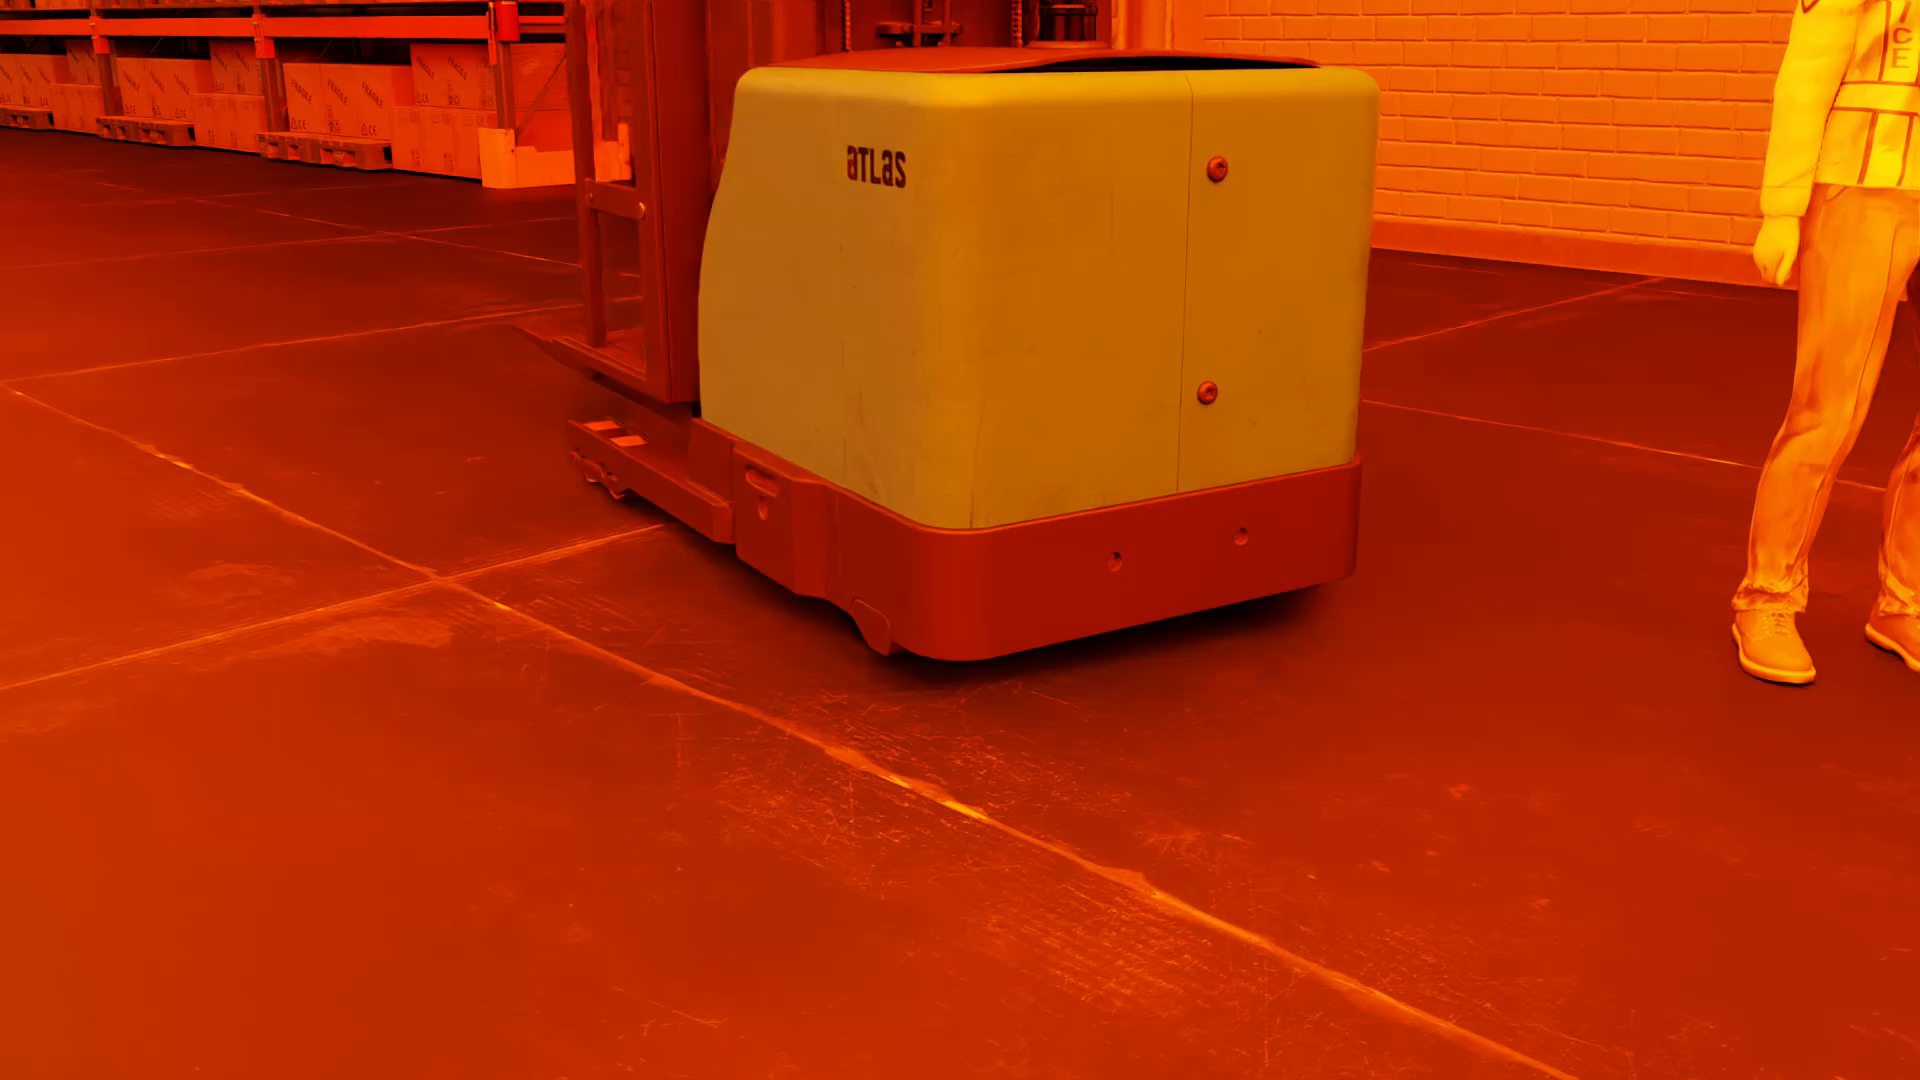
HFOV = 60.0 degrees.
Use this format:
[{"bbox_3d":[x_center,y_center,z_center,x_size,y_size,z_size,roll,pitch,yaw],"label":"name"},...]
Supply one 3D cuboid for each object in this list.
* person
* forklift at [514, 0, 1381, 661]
[{"bbox_3d":[1.688,-0.577,2.915,0.532,1.680,0.332,0,17,-1],"label":"person"},{"bbox_3d":[-0.378,-1.565,3.996,1.130,2.935,3.031,-10,20,-30],"label":"forklift"}]
